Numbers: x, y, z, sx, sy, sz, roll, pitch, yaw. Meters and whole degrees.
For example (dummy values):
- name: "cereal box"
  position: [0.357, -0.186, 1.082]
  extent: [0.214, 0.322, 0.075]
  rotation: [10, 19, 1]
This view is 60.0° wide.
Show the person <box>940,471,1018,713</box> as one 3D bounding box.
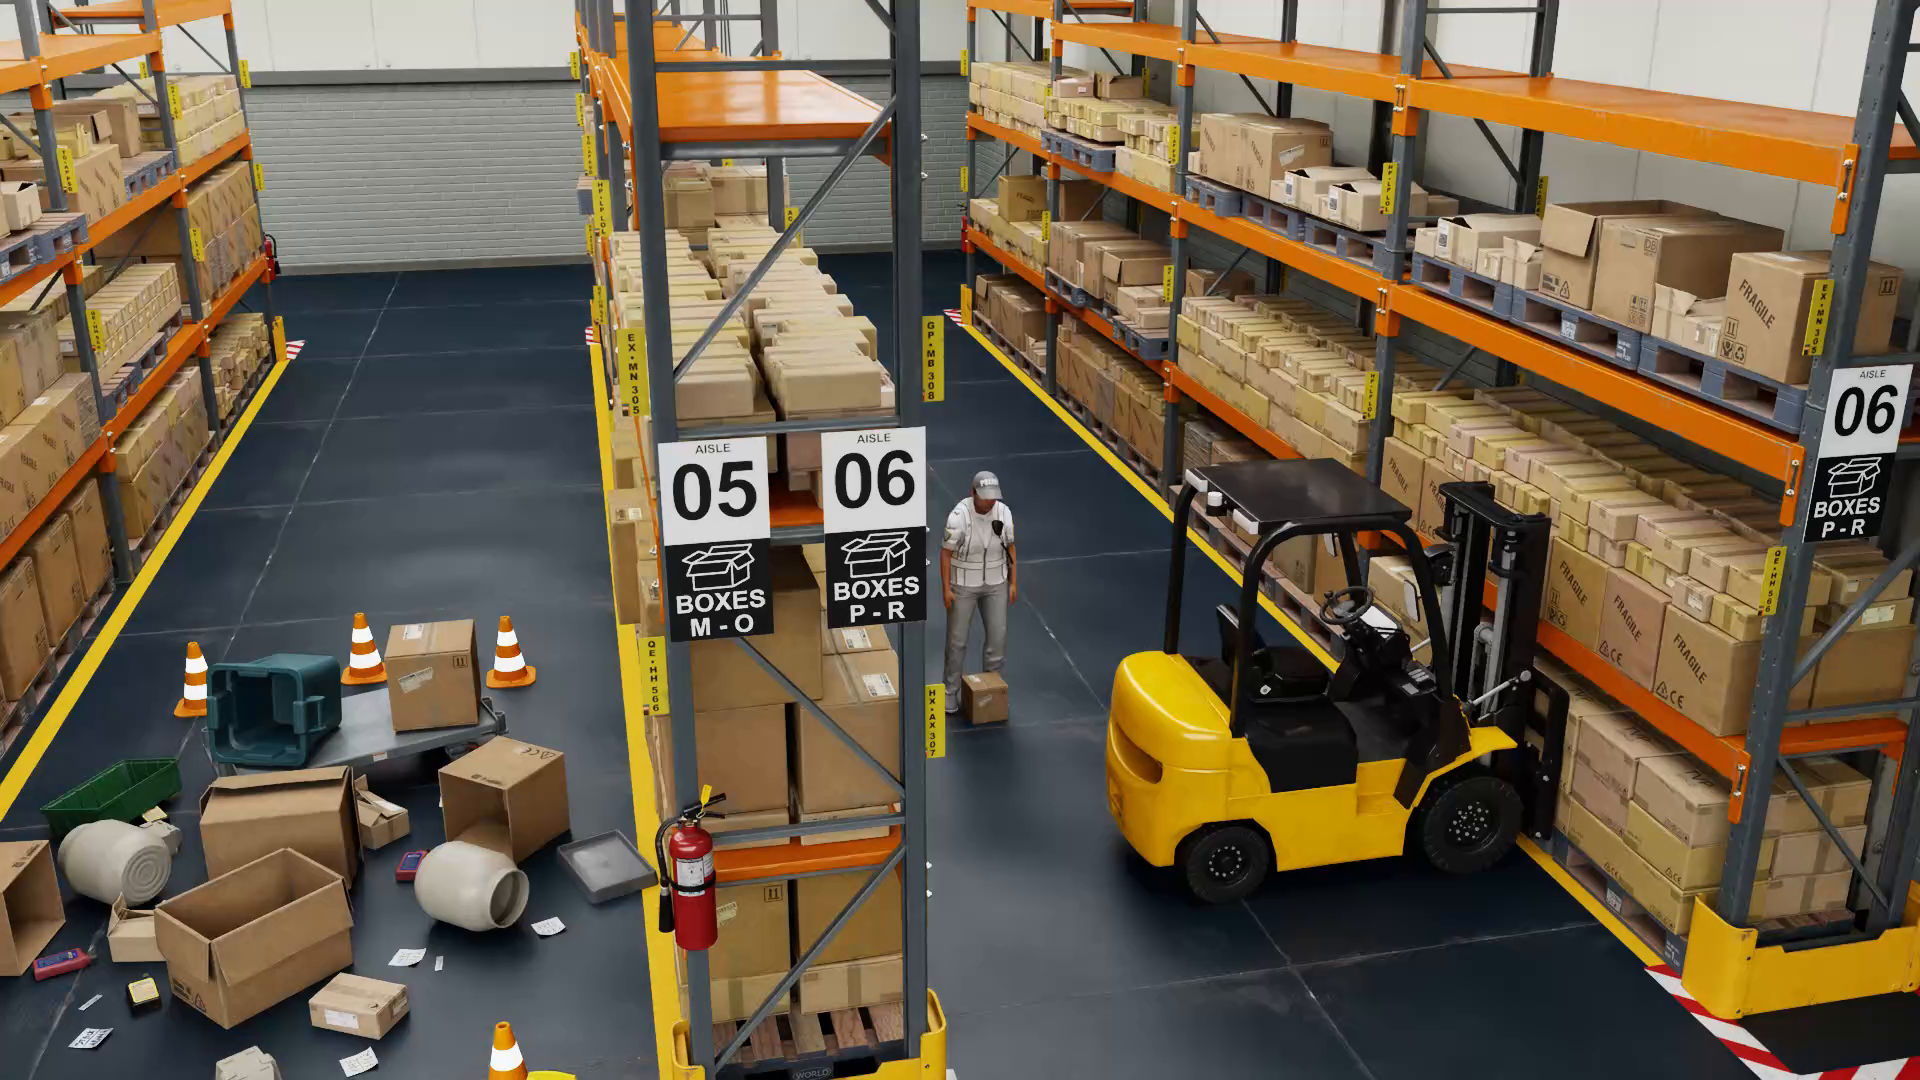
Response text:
- name: "person"
  position: [0.119, 0.324, 11.157]
  extent: [0.563, 1.667, 0.463]
  rotation: [-6, 20, -15]
